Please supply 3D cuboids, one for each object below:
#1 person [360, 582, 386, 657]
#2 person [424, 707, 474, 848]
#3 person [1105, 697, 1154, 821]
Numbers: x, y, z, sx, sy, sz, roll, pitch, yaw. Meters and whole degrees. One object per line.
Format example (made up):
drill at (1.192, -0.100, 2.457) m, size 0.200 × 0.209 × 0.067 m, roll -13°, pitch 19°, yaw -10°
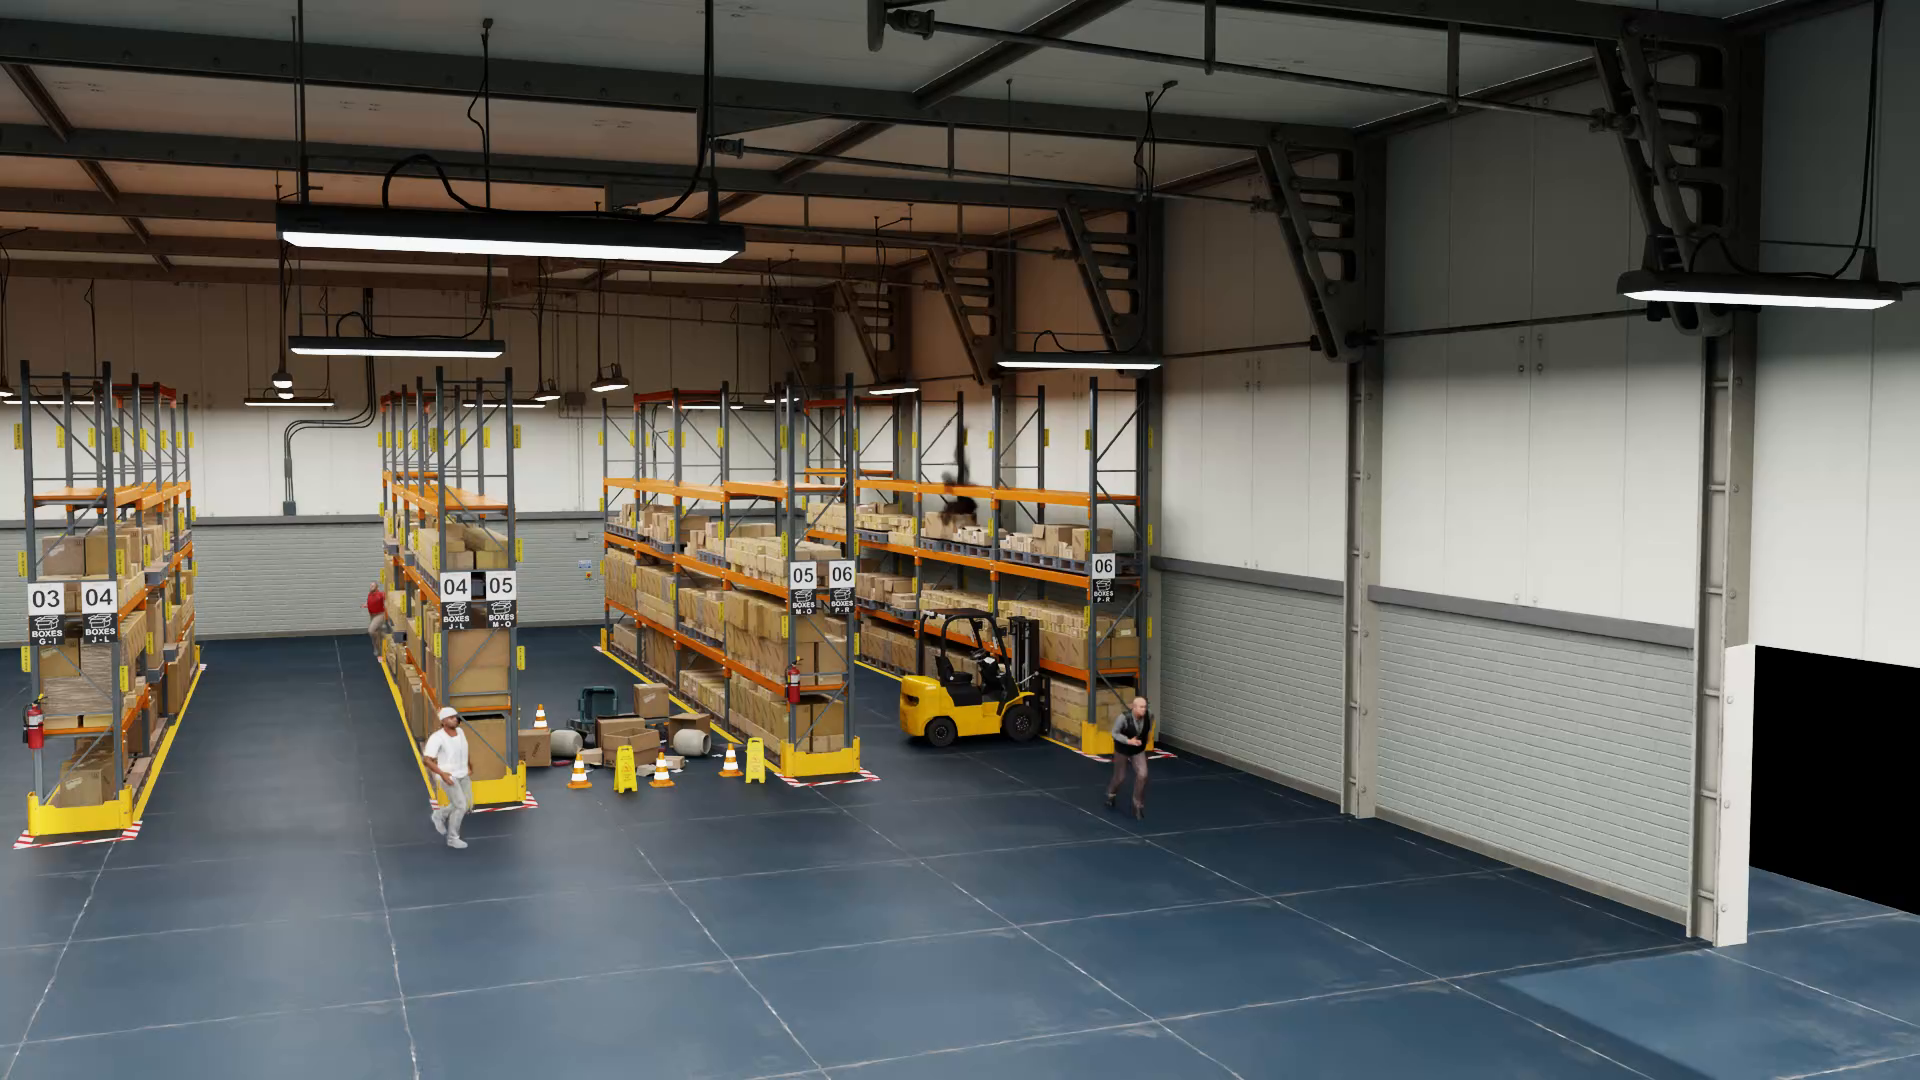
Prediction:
person at (-13.543, 1.843, 38.680) m, size 0.672 × 1.758 × 0.820 m, roll 2°, pitch 4°, yaw 36°
person at (-6.305, 2.912, 20.500) m, size 0.571 × 1.732 × 0.693 m, roll 1°, pitch 4°, yaw 23°
person at (2.246, 2.879, 22.200) m, size 0.701 × 1.681 × 0.989 m, roll -1°, pitch 4°, yaw -22°
